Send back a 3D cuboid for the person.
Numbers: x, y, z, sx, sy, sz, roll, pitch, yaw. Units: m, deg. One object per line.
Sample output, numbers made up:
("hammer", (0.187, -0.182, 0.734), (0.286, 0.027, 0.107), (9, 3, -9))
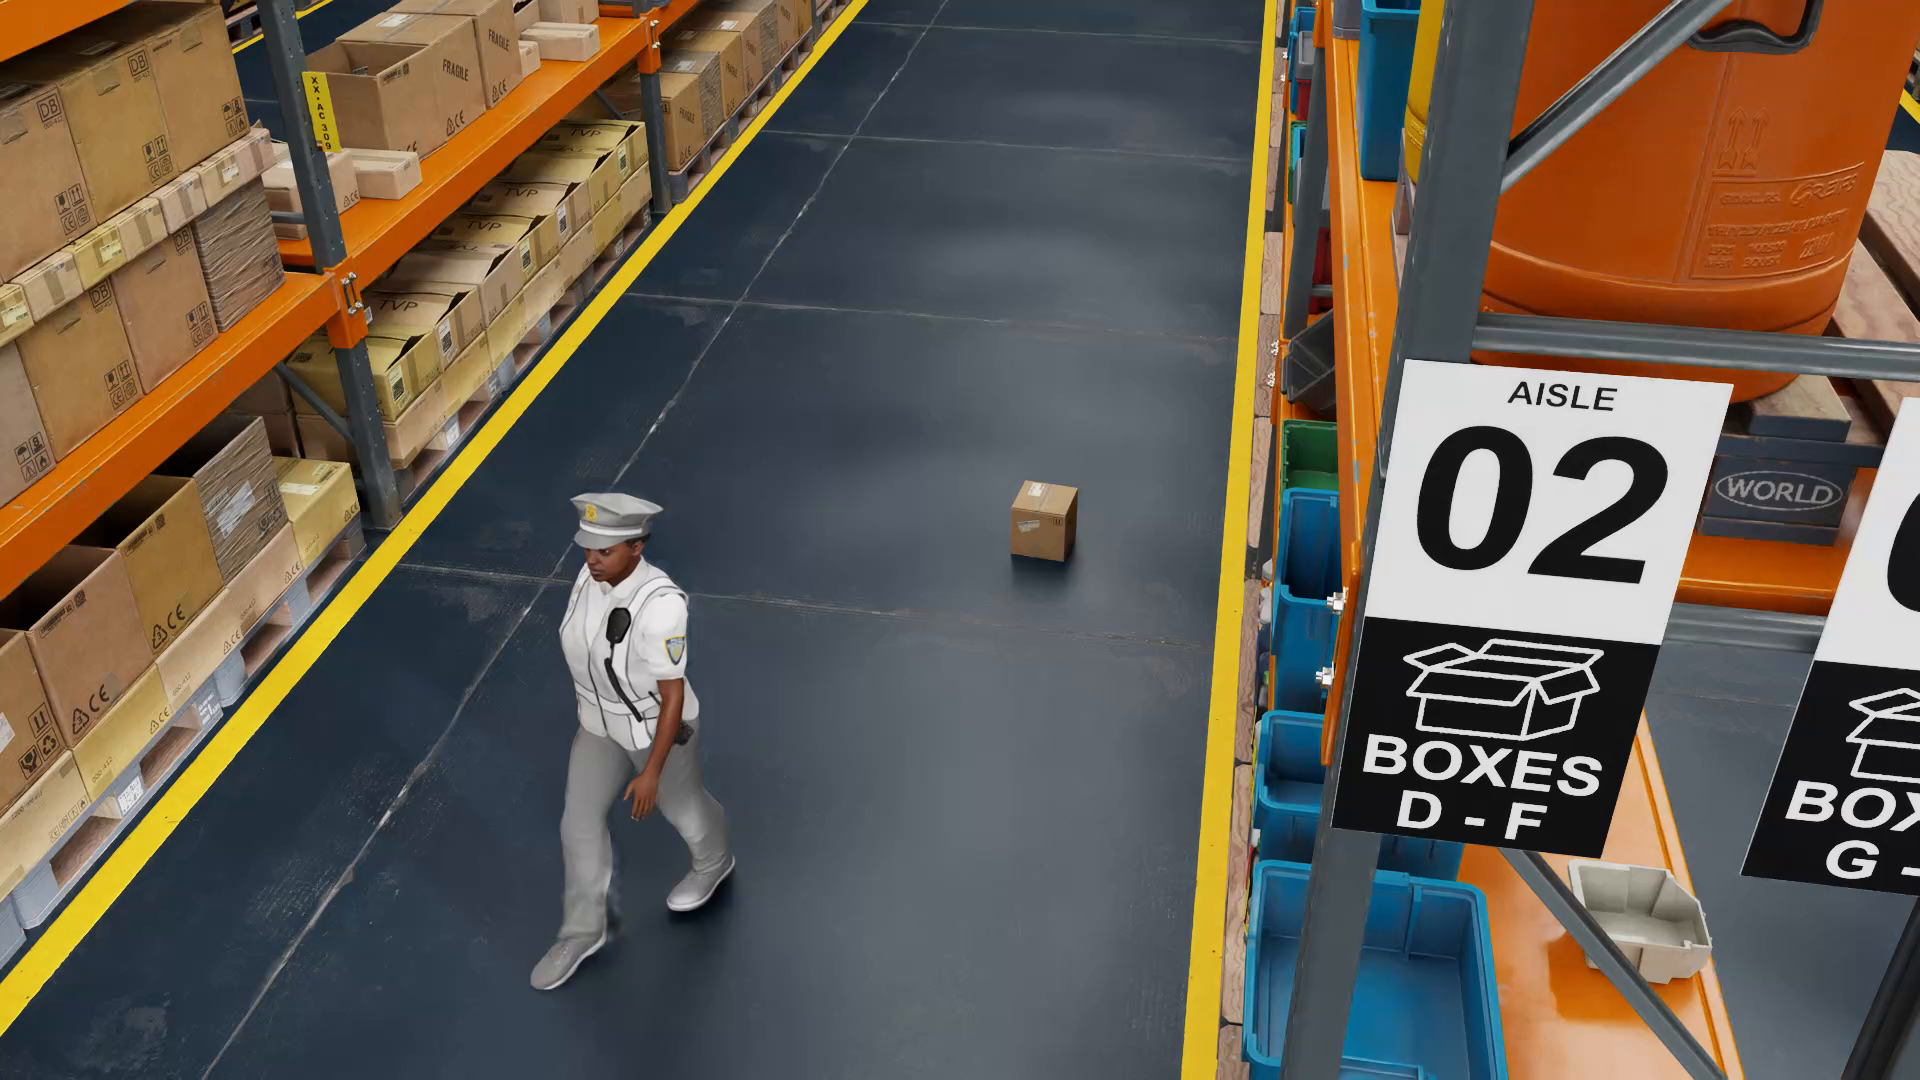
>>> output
("person", (-1.046, 0.623, 5.148), (0.486, 1.714, 0.778), (20, 38, 28))
